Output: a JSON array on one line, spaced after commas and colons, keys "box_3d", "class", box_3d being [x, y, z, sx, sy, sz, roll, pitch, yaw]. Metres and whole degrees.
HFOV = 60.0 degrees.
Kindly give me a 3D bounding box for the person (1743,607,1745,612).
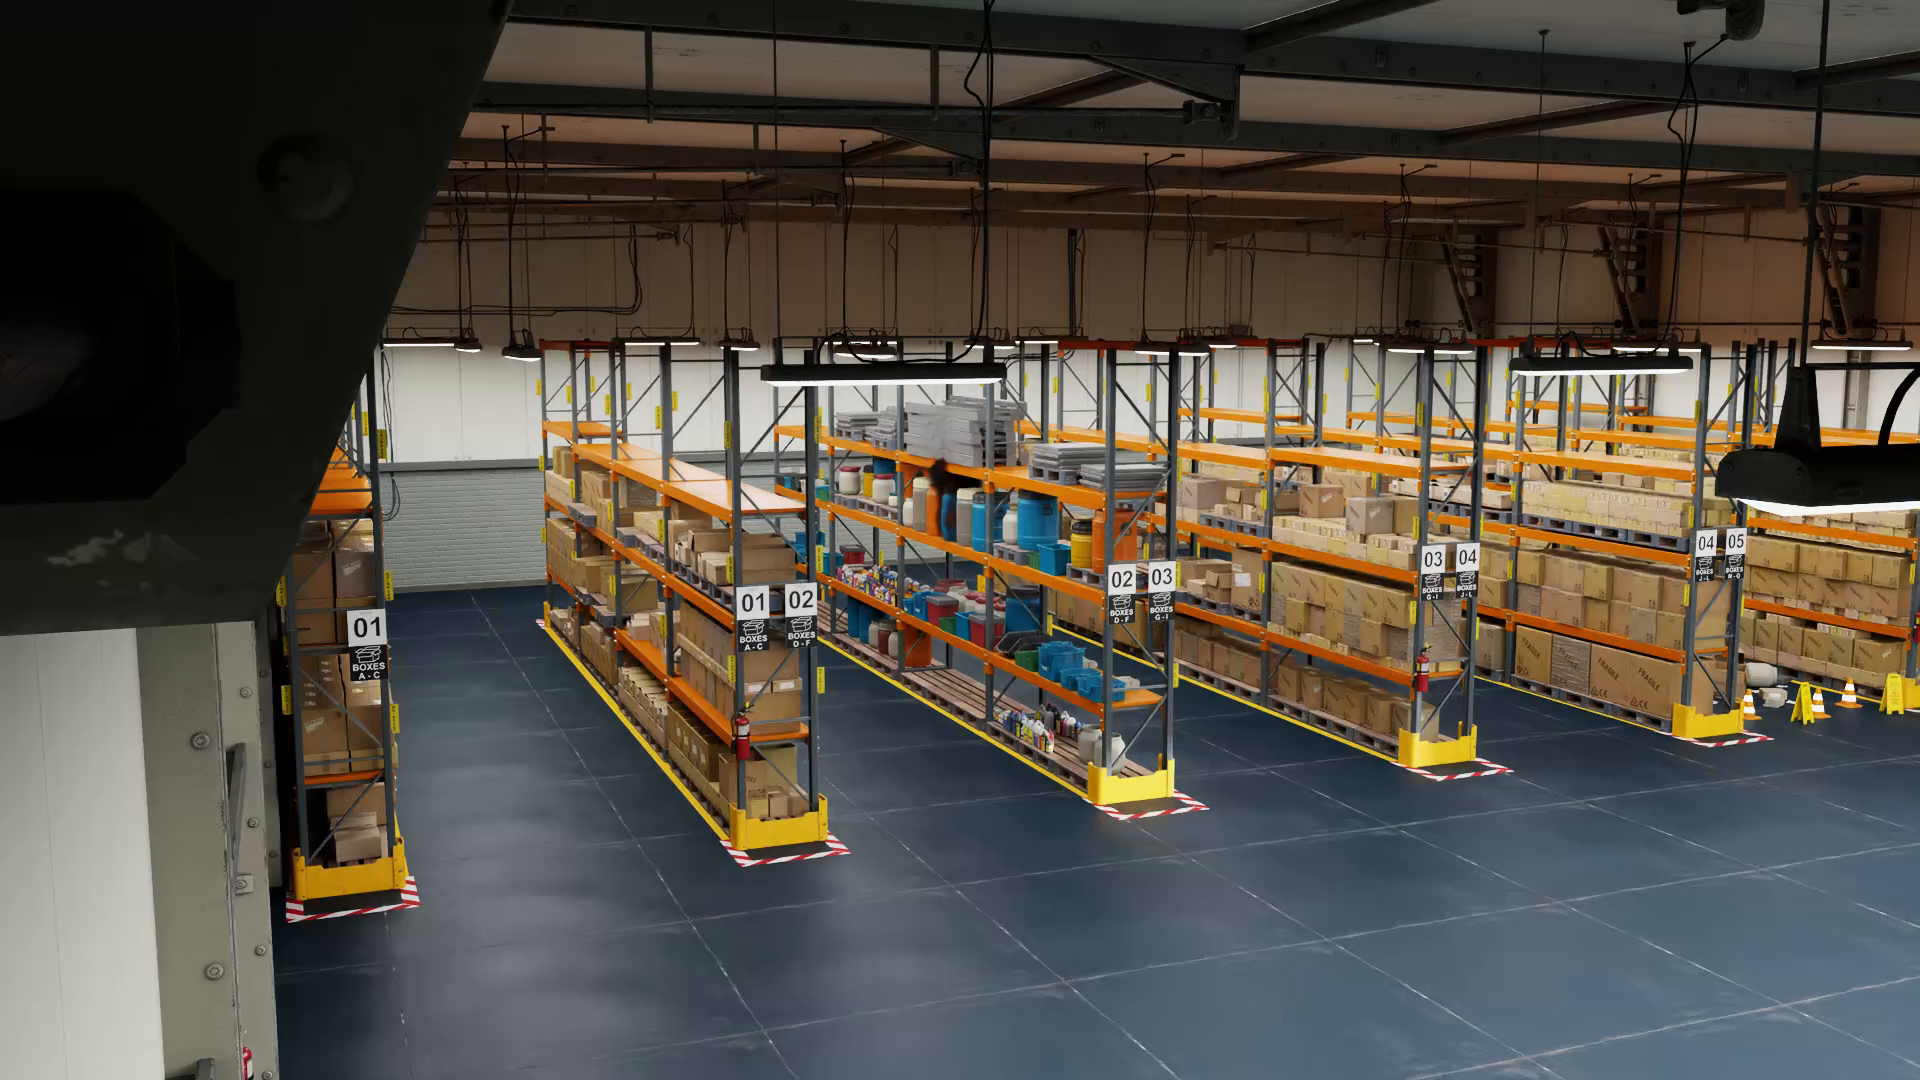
[{"box_3d": [16.267, 0.895, 35.311, 0.654, 1.699, 0.905, -4, 9, -31], "class": "person"}]
